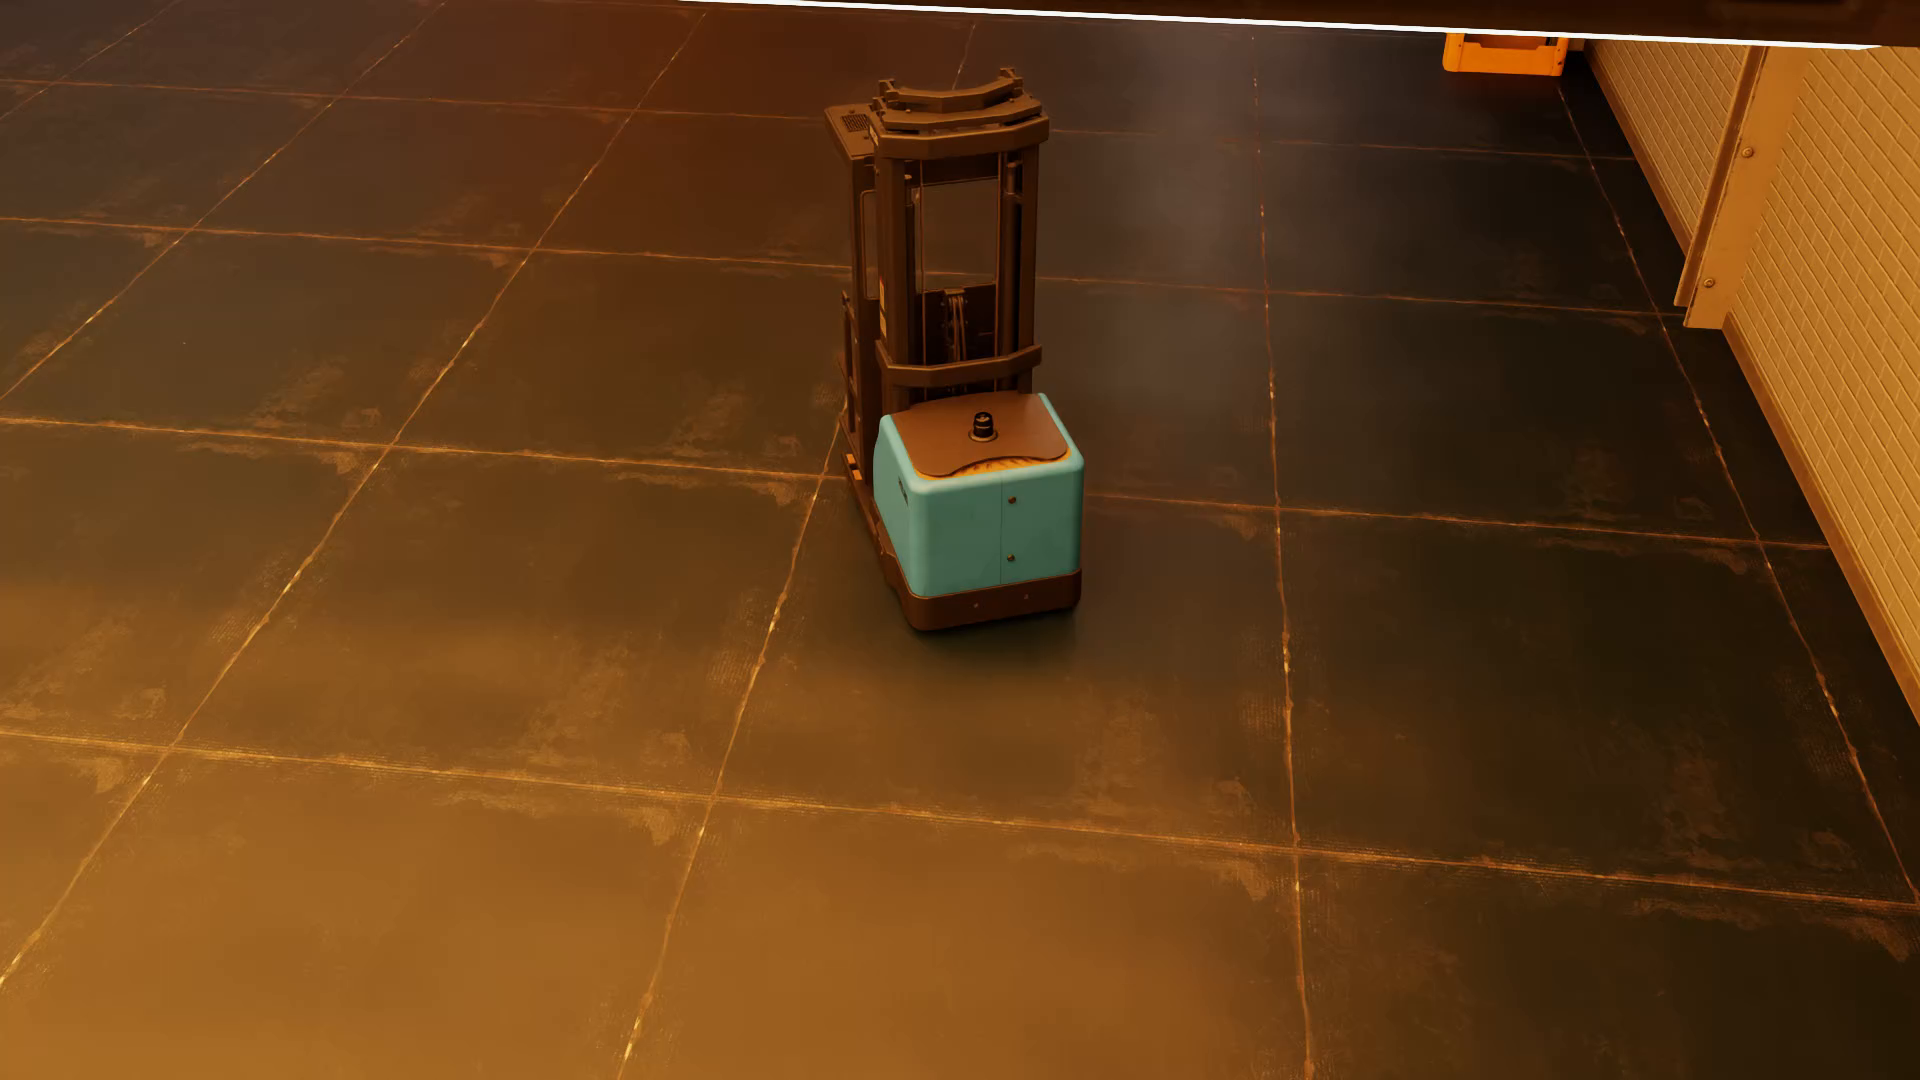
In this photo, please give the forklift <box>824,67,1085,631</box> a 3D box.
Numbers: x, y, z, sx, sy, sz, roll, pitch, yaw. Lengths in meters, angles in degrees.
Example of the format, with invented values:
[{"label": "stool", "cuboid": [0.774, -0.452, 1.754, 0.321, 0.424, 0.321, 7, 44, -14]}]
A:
[{"label": "forklift", "cuboid": [-0.159, -1.528, 10.103, 1.130, 2.935, 3.031, -9, 37, -12]}]
